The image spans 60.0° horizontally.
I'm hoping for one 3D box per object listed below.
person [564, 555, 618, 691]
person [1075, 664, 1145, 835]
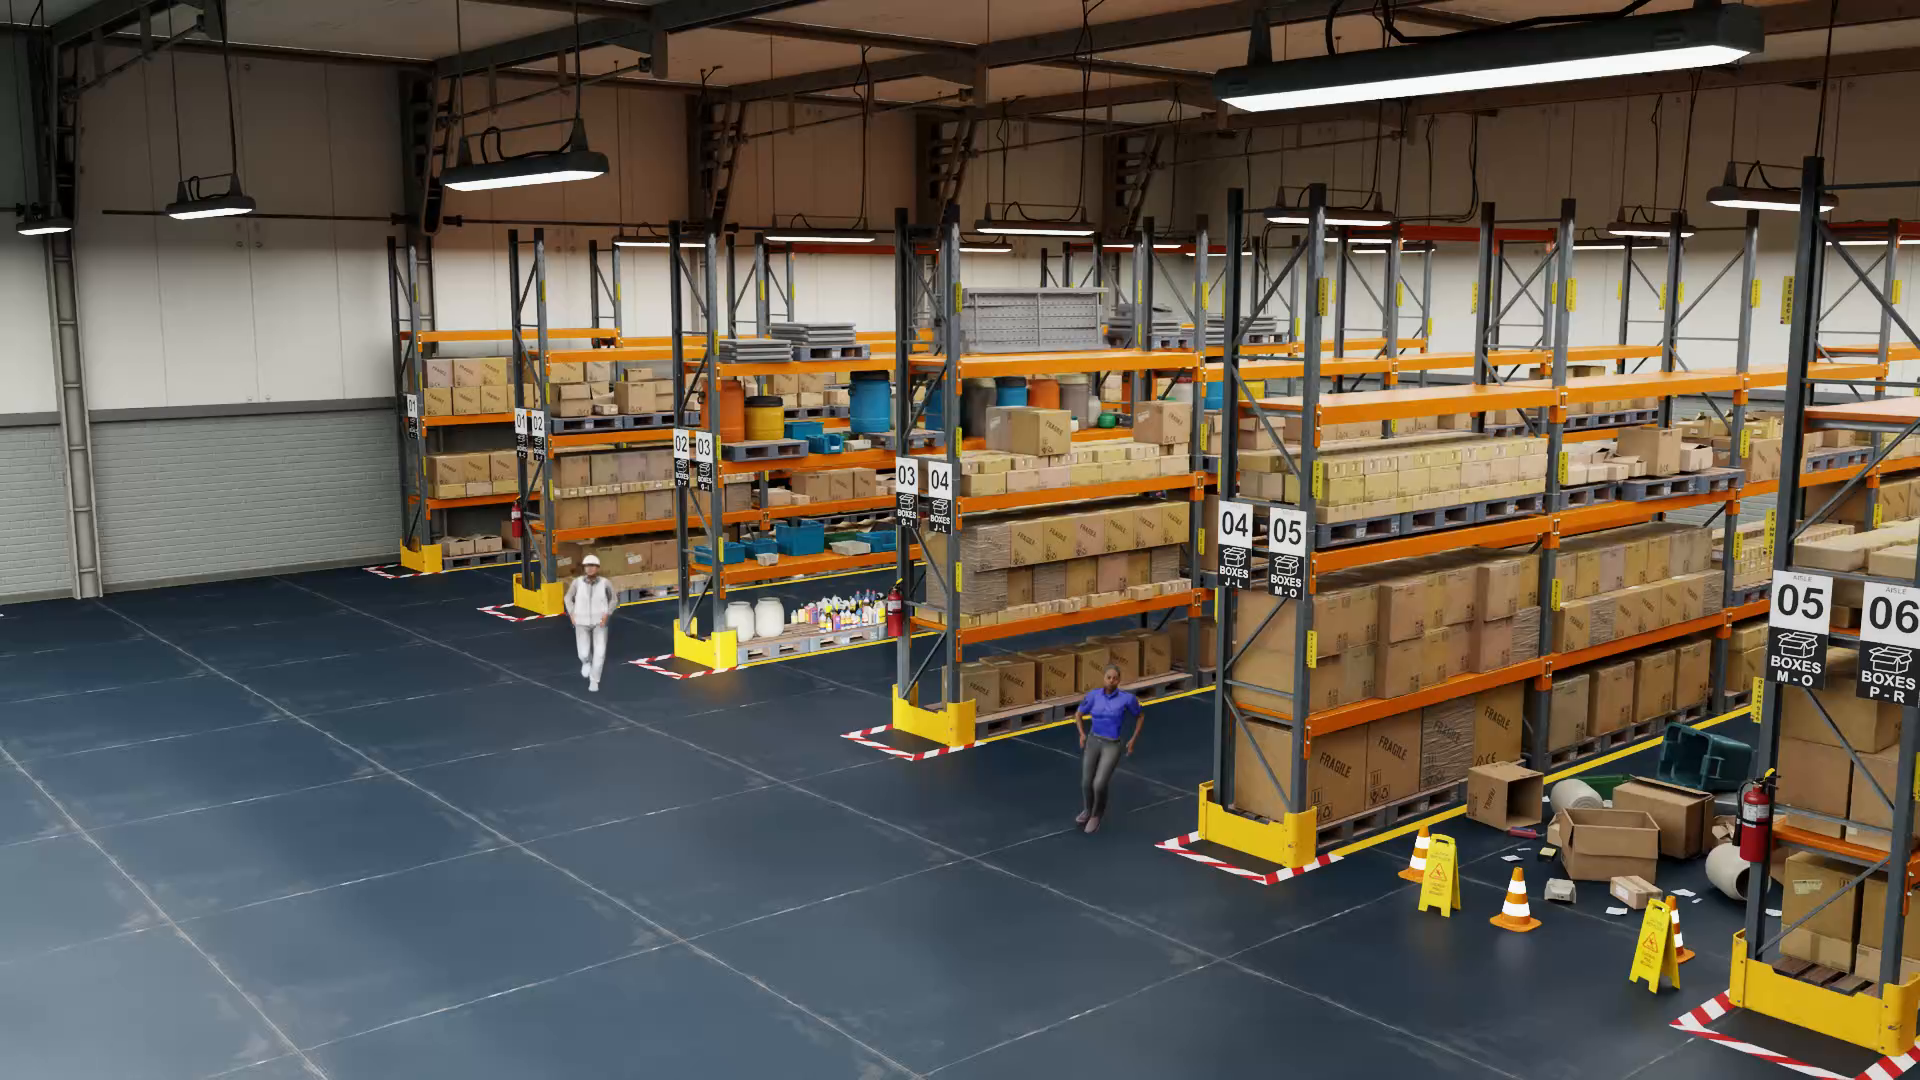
[{"bbox_3d":[-4.735,1.047,21.395,0.680,1.755,0.556,-2,9,-10],"label":"person"},{"bbox_3d":[1.376,1.978,15.715,0.647,1.635,0.631,4,10,23],"label":"person"}]
